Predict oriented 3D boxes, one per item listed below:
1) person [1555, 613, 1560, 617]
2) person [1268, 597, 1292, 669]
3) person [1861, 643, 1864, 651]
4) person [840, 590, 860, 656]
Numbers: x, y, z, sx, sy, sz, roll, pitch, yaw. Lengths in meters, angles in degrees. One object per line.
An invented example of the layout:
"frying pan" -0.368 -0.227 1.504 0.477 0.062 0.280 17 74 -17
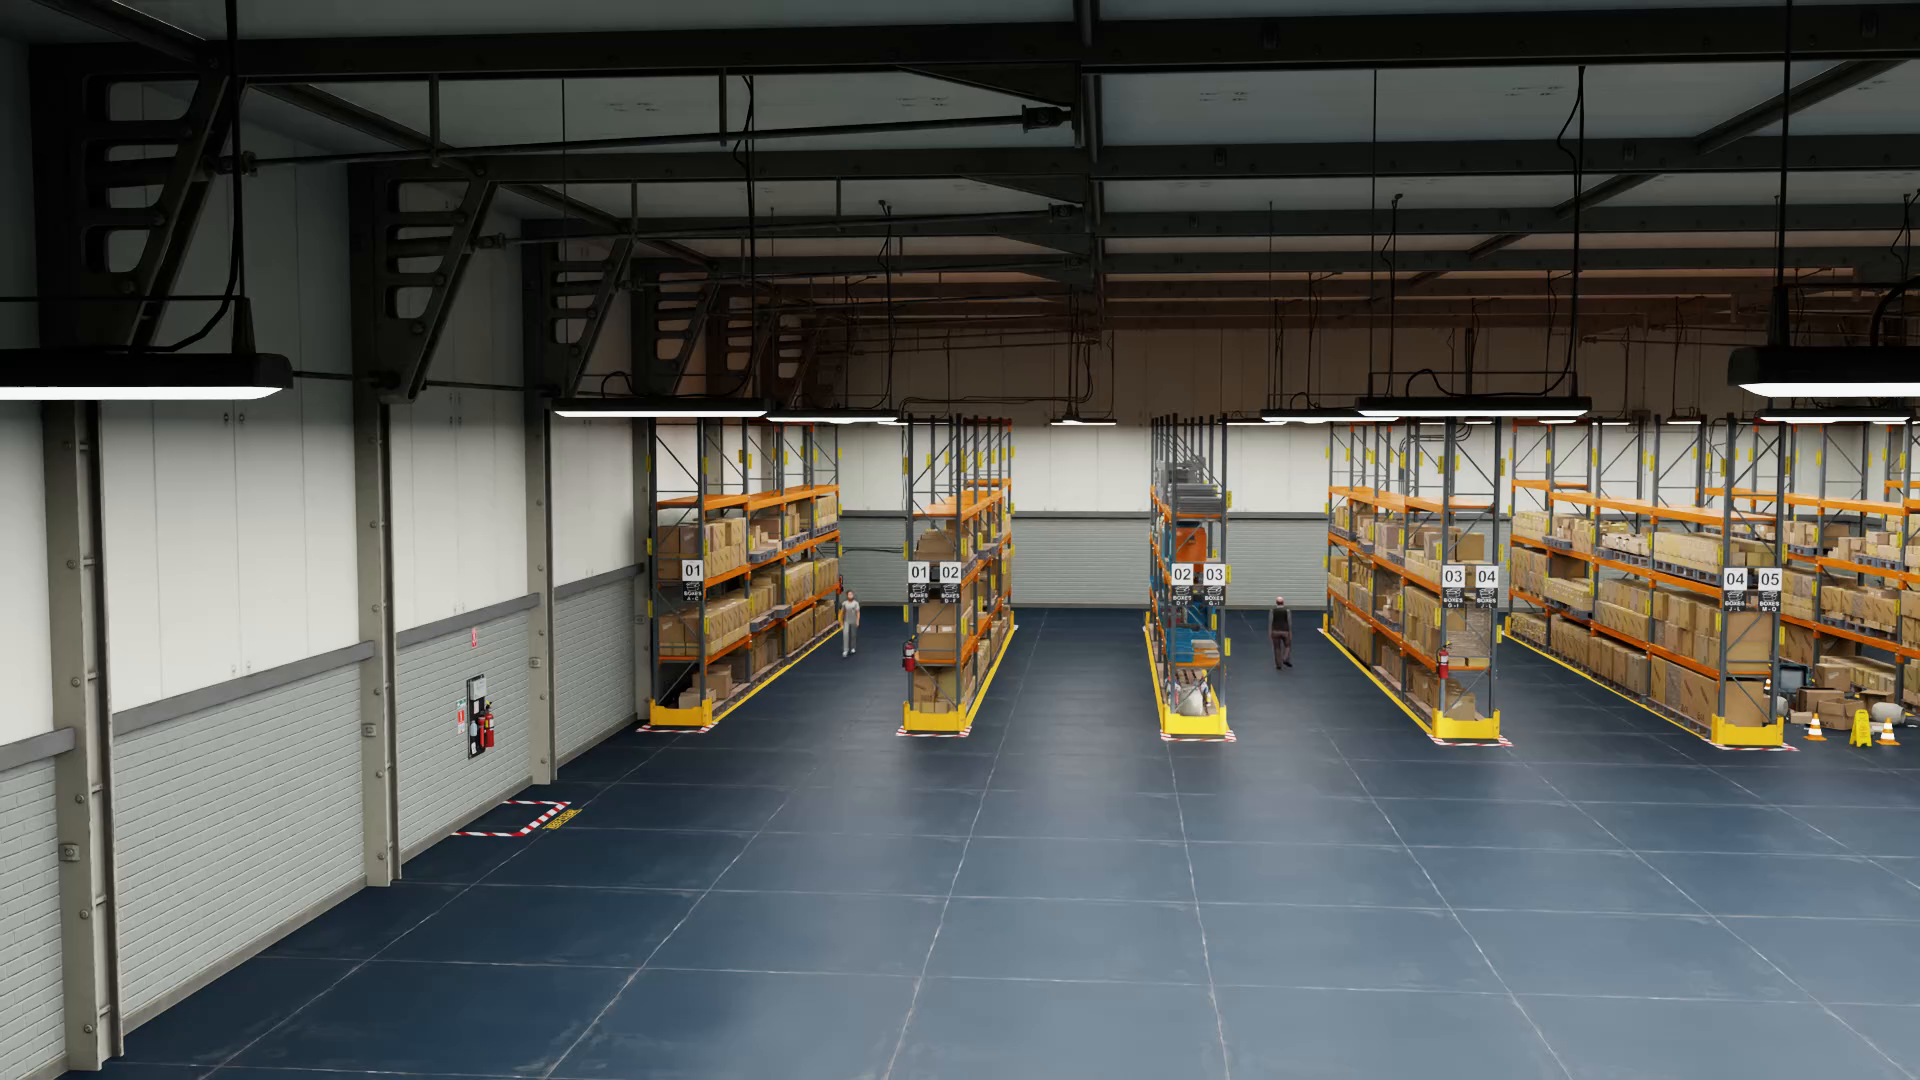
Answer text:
"person" 17.924 1.473 49.808 0.709 1.771 0.565 -3 5 -38
"person" 7.605 2.212 39.458 0.571 1.722 0.506 1 4 10
"person" 22.980 1.946 42.653 0.545 1.766 0.500 -2 4 -23
"person" -2.768 2.074 41.838 0.496 1.600 1.044 0 4 -4
